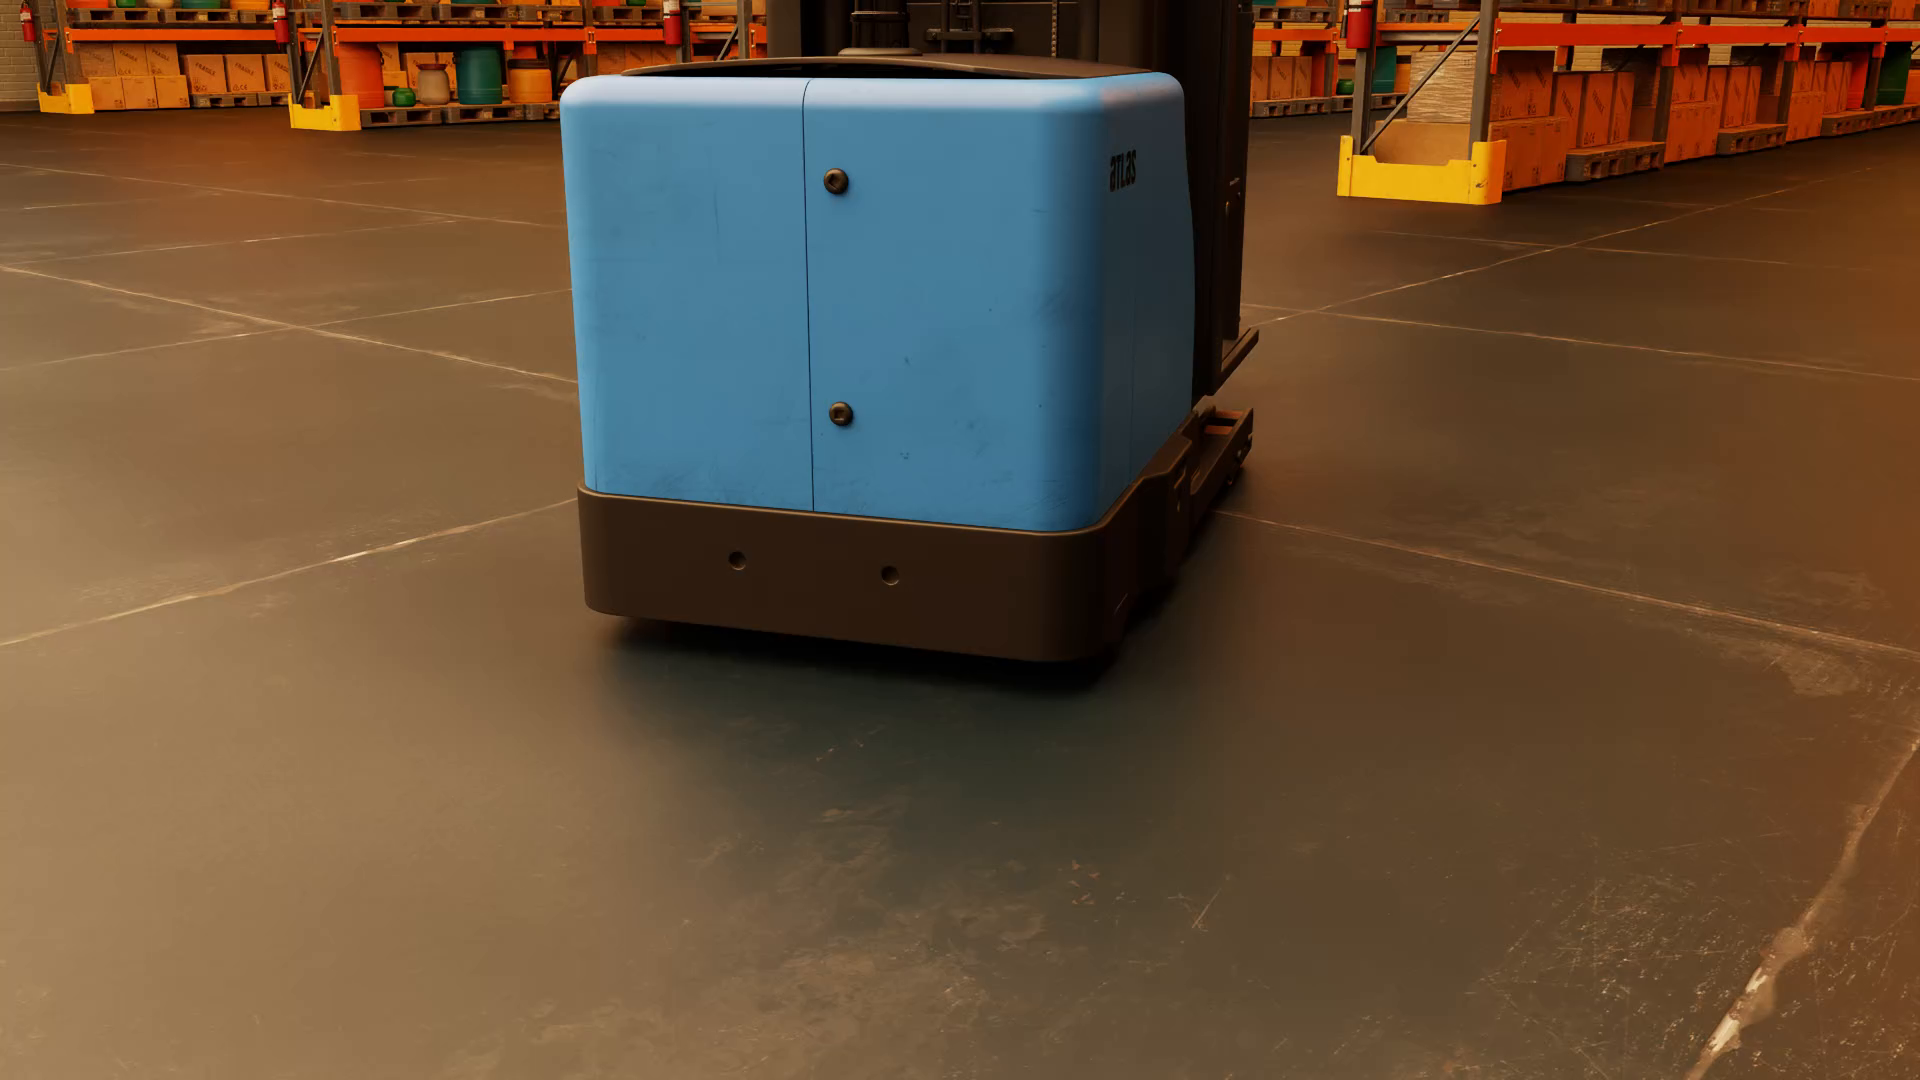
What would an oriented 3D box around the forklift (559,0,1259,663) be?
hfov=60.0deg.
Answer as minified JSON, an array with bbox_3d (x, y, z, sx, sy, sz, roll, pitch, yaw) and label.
[{"bbox_3d":[0.182,-1.571,4.072,1.130,2.935,3.031,5,18,17],"label":"forklift"}]
